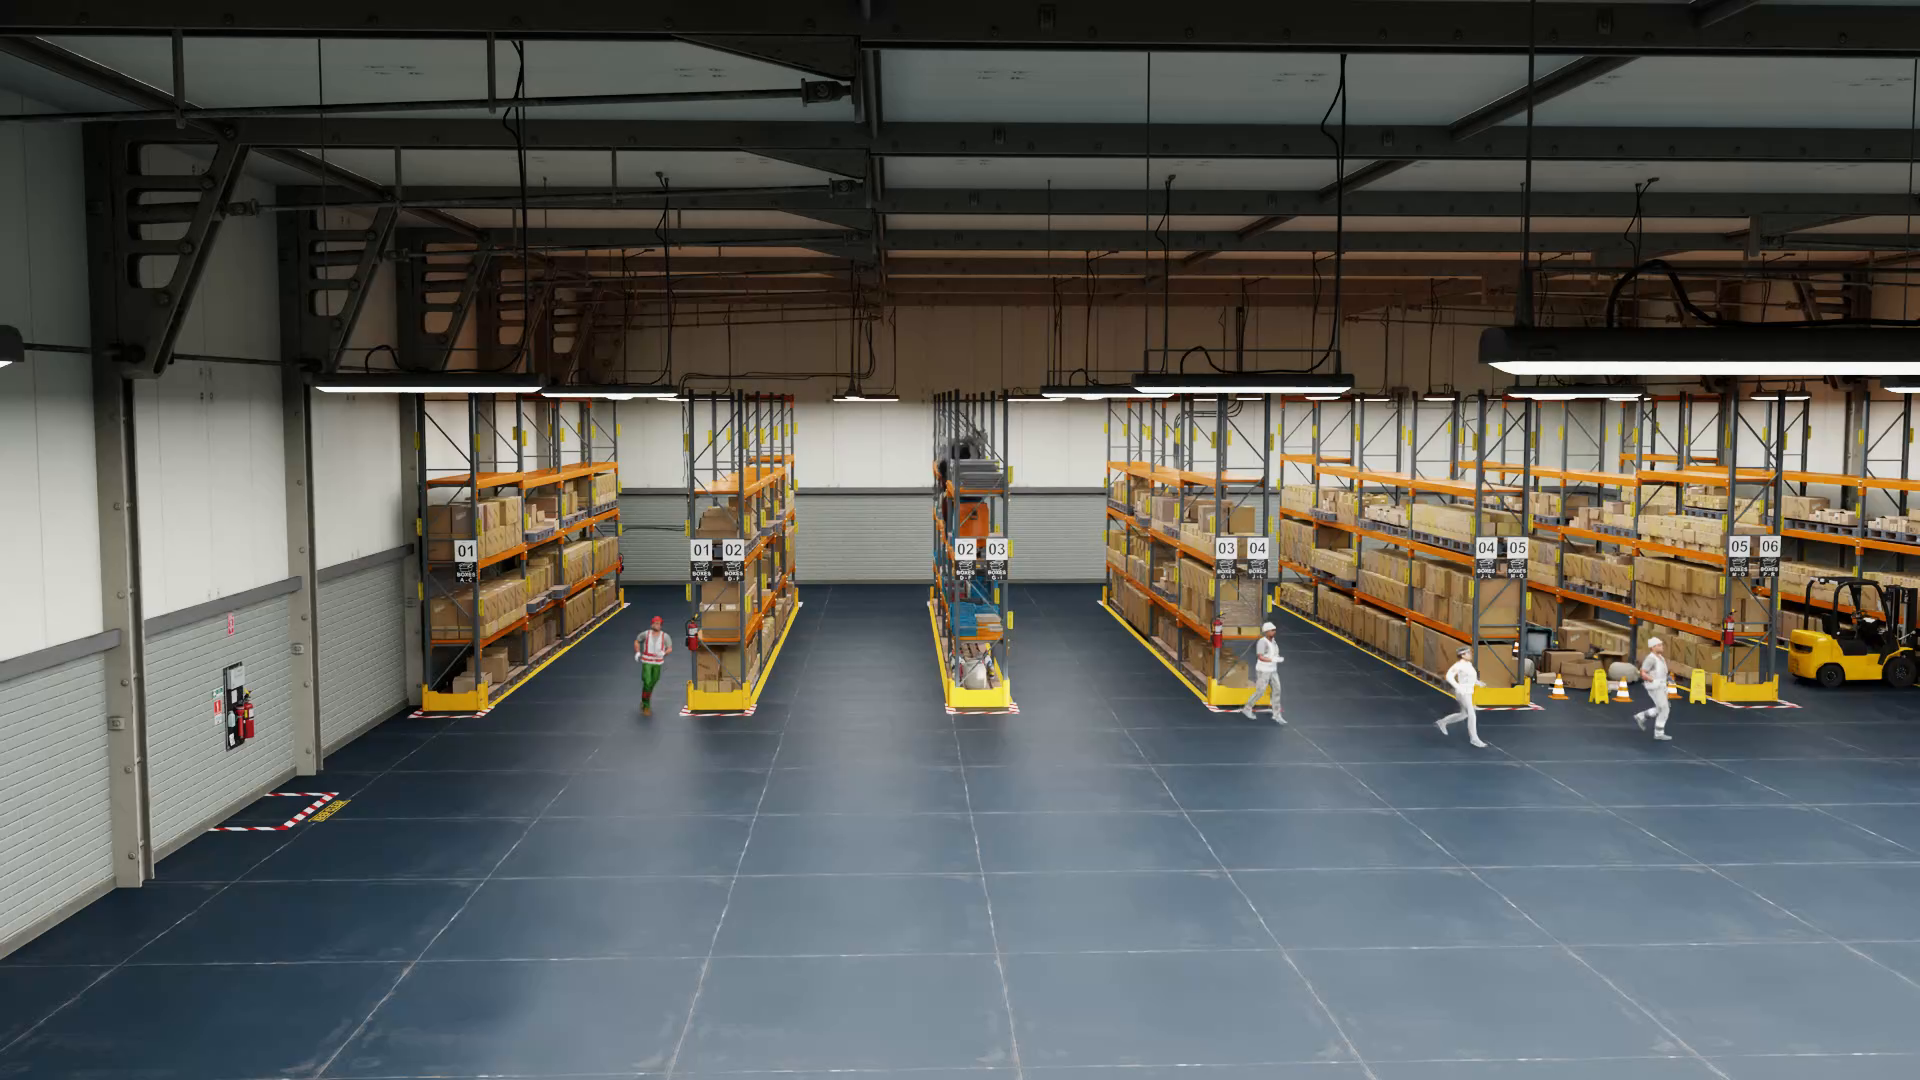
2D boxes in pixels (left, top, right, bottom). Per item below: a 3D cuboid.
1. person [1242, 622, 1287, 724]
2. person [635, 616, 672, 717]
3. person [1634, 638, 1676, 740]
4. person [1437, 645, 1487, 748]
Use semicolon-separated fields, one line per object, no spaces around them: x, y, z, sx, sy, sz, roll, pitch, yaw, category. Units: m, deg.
5.501;2.396;29.933;0.818;1.846;0.705;3;6;36;person
-5.693;2.323;30.910;0.669;1.803;0.815;-2;5;-24;person
11.864;2.536;28.443;0.687;1.739;0.658;4;6;42;person
8.466;2.604;28.002;0.871;1.702;0.618;3;6;36;person
